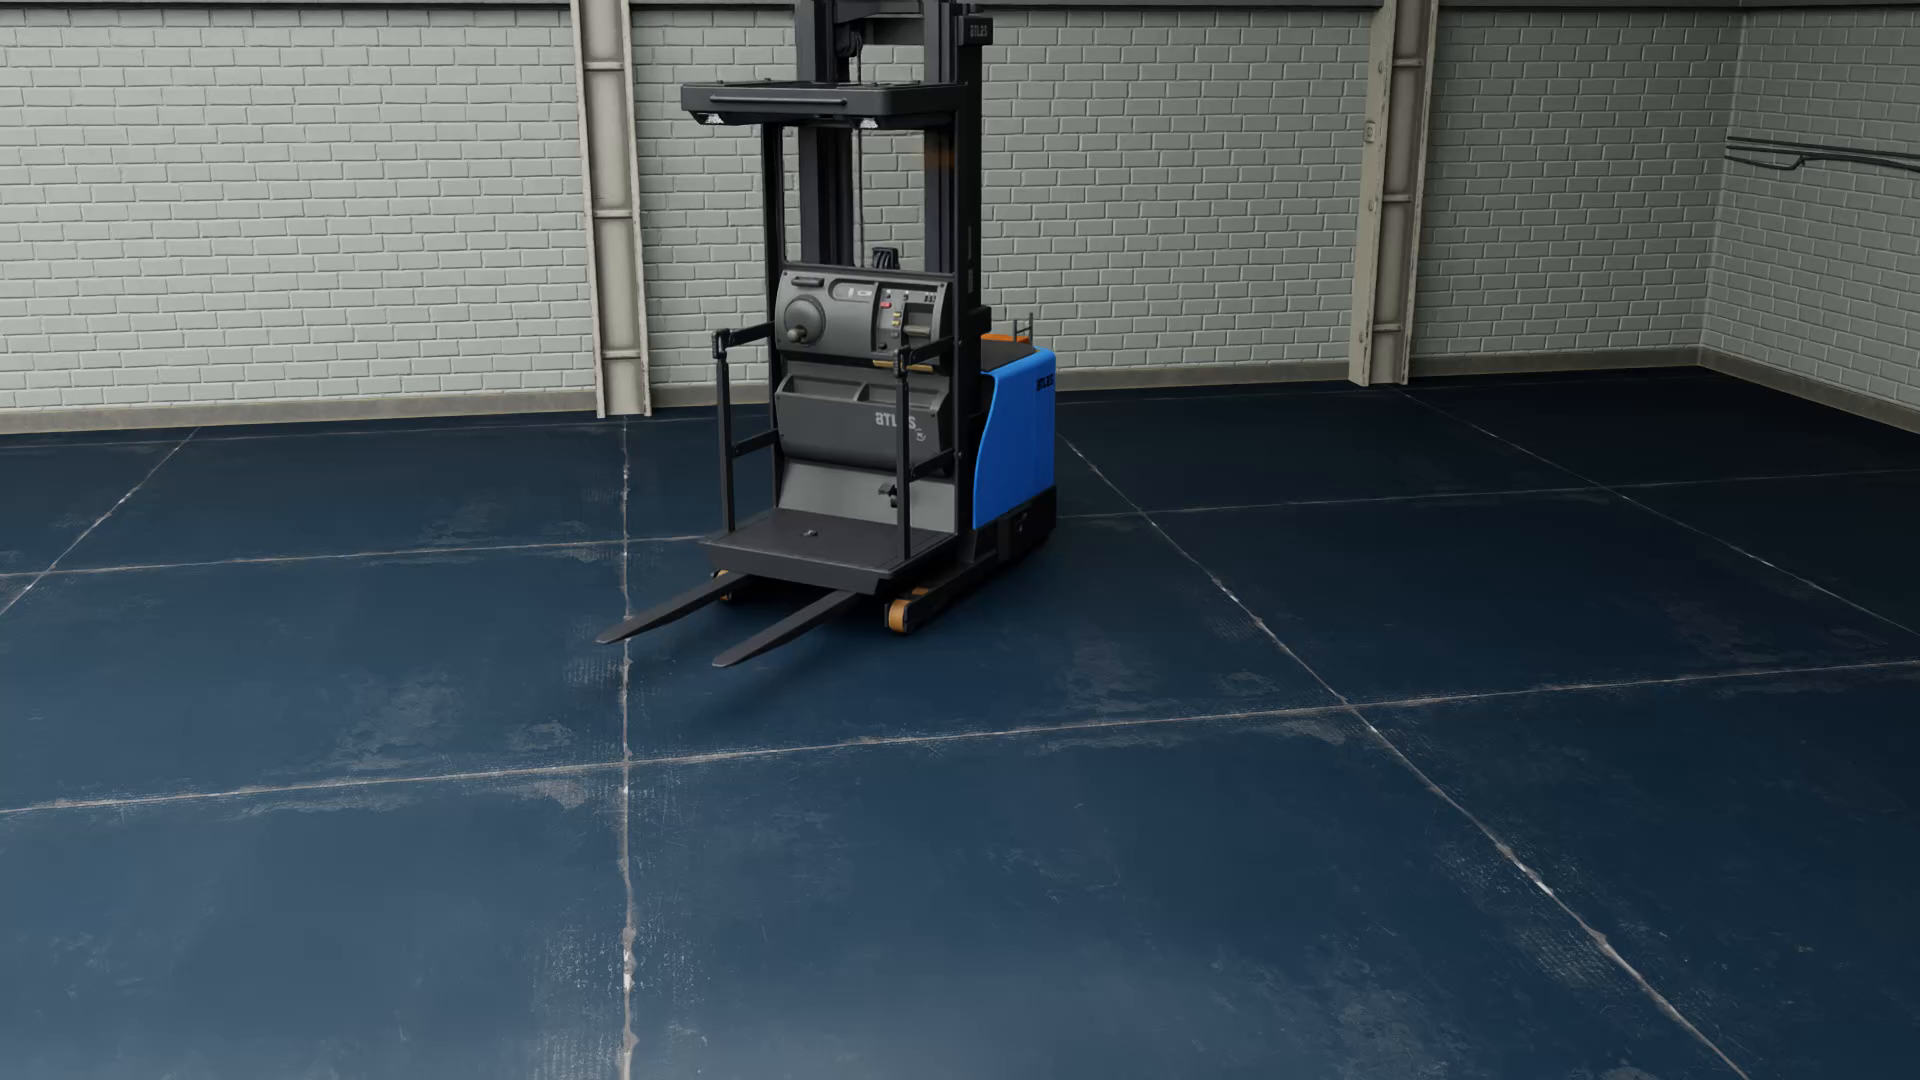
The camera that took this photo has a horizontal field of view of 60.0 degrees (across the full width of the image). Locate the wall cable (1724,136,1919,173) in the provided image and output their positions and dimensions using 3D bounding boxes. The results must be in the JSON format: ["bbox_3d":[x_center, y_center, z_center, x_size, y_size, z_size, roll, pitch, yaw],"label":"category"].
[{"bbox_3d":[6.532,-3.887,11.930,0.112,2.526,3.097,-3,17,-10],"label":"wall cable"}]

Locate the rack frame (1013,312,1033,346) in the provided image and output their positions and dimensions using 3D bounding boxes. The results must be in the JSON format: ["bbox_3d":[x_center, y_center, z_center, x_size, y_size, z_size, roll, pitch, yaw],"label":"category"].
[{"bbox_3d":[0.354,-0.685,9.497,0.015,1.200,0.240,8,19,25],"label":"rack frame"}]

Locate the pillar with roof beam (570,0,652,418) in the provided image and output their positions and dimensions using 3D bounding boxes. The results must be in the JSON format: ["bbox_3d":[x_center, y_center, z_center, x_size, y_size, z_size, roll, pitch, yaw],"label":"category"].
[{"bbox_3d":[-1.685,-4.013,7.052,0.400,9.000,9.100,-3,17,-10],"label":"pillar with roof beam"}]

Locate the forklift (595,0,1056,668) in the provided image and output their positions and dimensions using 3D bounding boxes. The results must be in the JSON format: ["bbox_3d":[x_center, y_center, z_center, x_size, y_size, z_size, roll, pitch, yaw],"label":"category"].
[{"bbox_3d":[-0.583,-1.105,7.918,1.130,2.935,3.031,9,19,26],"label":"forklift"}]

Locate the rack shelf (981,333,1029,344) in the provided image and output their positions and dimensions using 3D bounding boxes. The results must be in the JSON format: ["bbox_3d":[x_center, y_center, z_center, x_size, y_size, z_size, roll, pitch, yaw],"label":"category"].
[{"bbox_3d":[0.136,-1.092,9.486,0.480,0.148,0.258,8,19,25],"label":"rack shelf"}]

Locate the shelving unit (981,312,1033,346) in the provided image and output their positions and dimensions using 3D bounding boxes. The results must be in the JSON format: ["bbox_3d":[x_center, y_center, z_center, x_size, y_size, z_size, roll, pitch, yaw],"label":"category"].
[{"bbox_3d":[0.136,-0.717,9.601,0.503,1.200,0.258,8,19,25],"label":"shelving unit"}]

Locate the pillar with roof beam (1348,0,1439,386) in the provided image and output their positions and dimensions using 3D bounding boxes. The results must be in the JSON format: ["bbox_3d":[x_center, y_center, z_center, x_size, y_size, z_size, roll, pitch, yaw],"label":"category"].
[{"bbox_3d":[4.206,-4.348,8.140,0.400,9.000,9.100,-3,17,-10],"label":"pillar with roof beam"}]
